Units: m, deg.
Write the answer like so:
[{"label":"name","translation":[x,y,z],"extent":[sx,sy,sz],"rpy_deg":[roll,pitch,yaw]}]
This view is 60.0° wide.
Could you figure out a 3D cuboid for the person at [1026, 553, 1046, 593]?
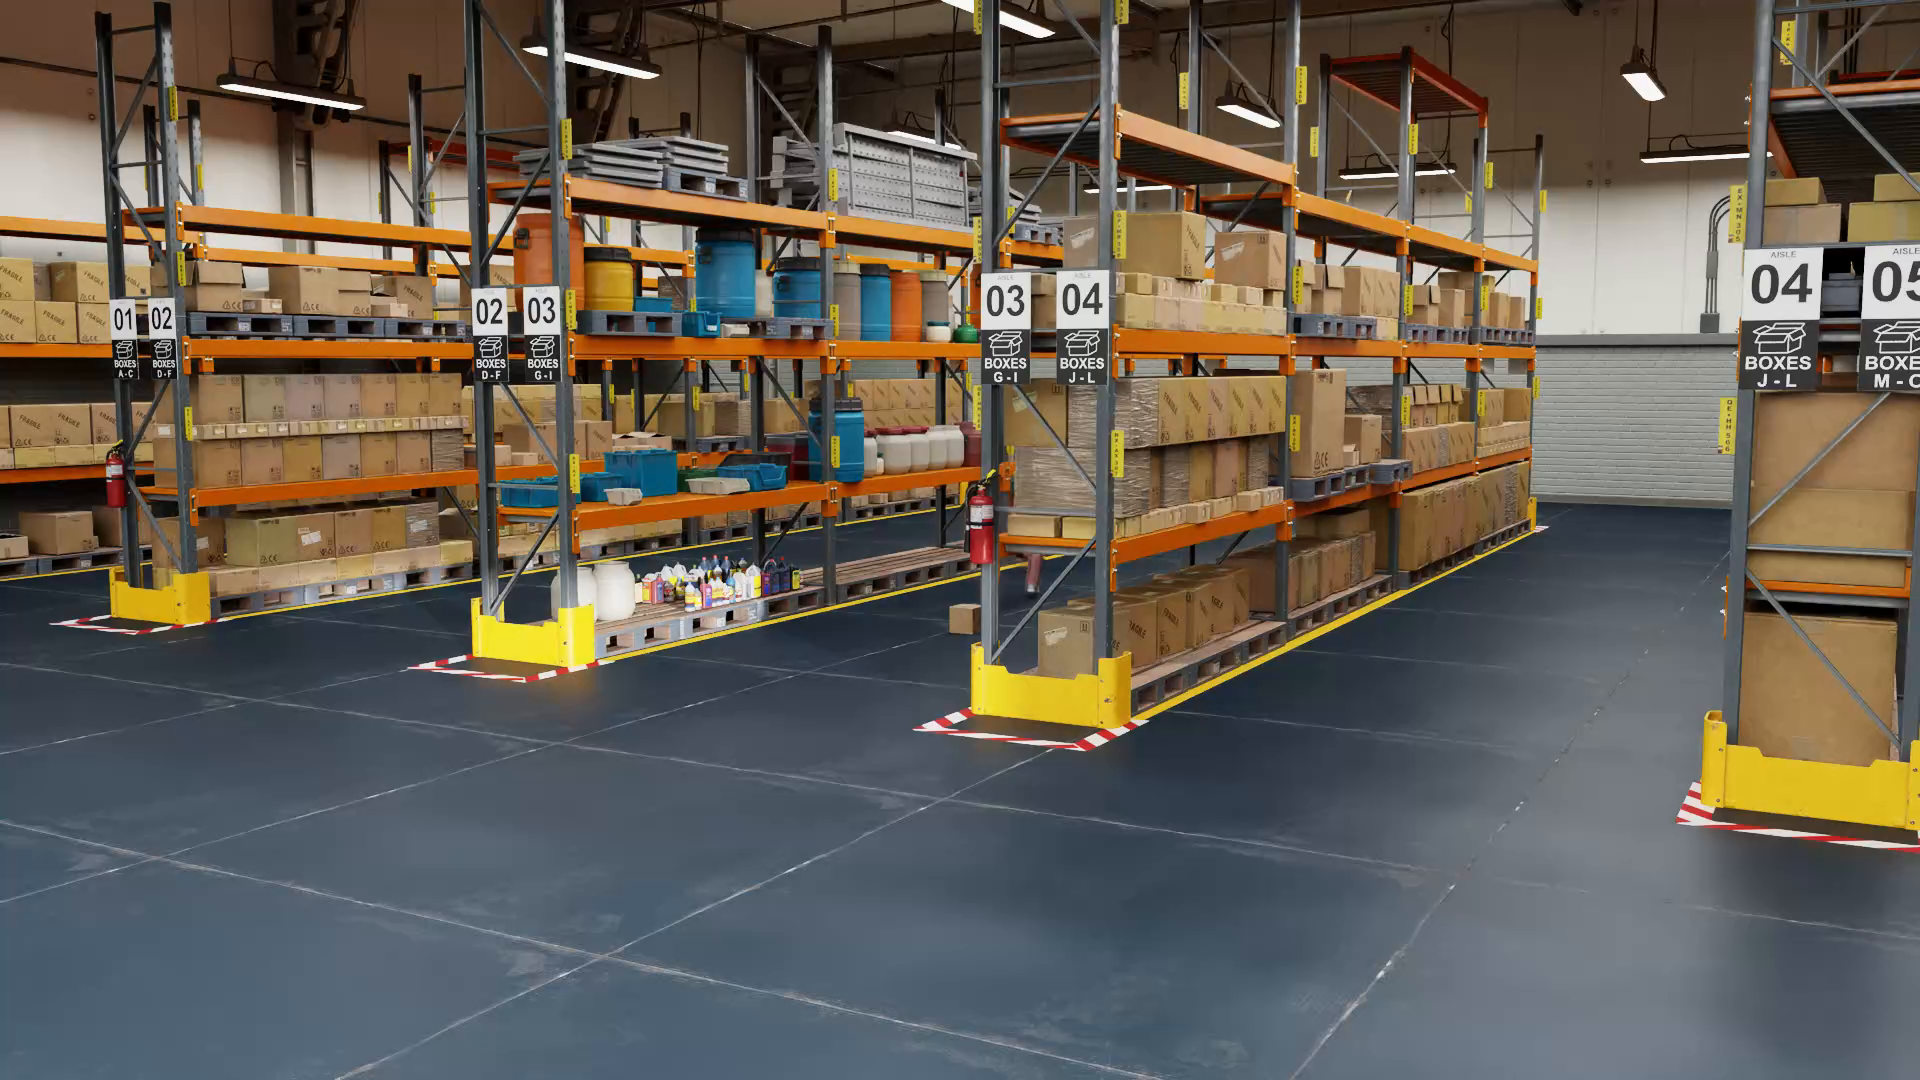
[{"label":"person","translation":[0.895,-0.247,18.570],"extent":[0.464,1.606,1.022],"rpy_deg":[2,6,15]}]
